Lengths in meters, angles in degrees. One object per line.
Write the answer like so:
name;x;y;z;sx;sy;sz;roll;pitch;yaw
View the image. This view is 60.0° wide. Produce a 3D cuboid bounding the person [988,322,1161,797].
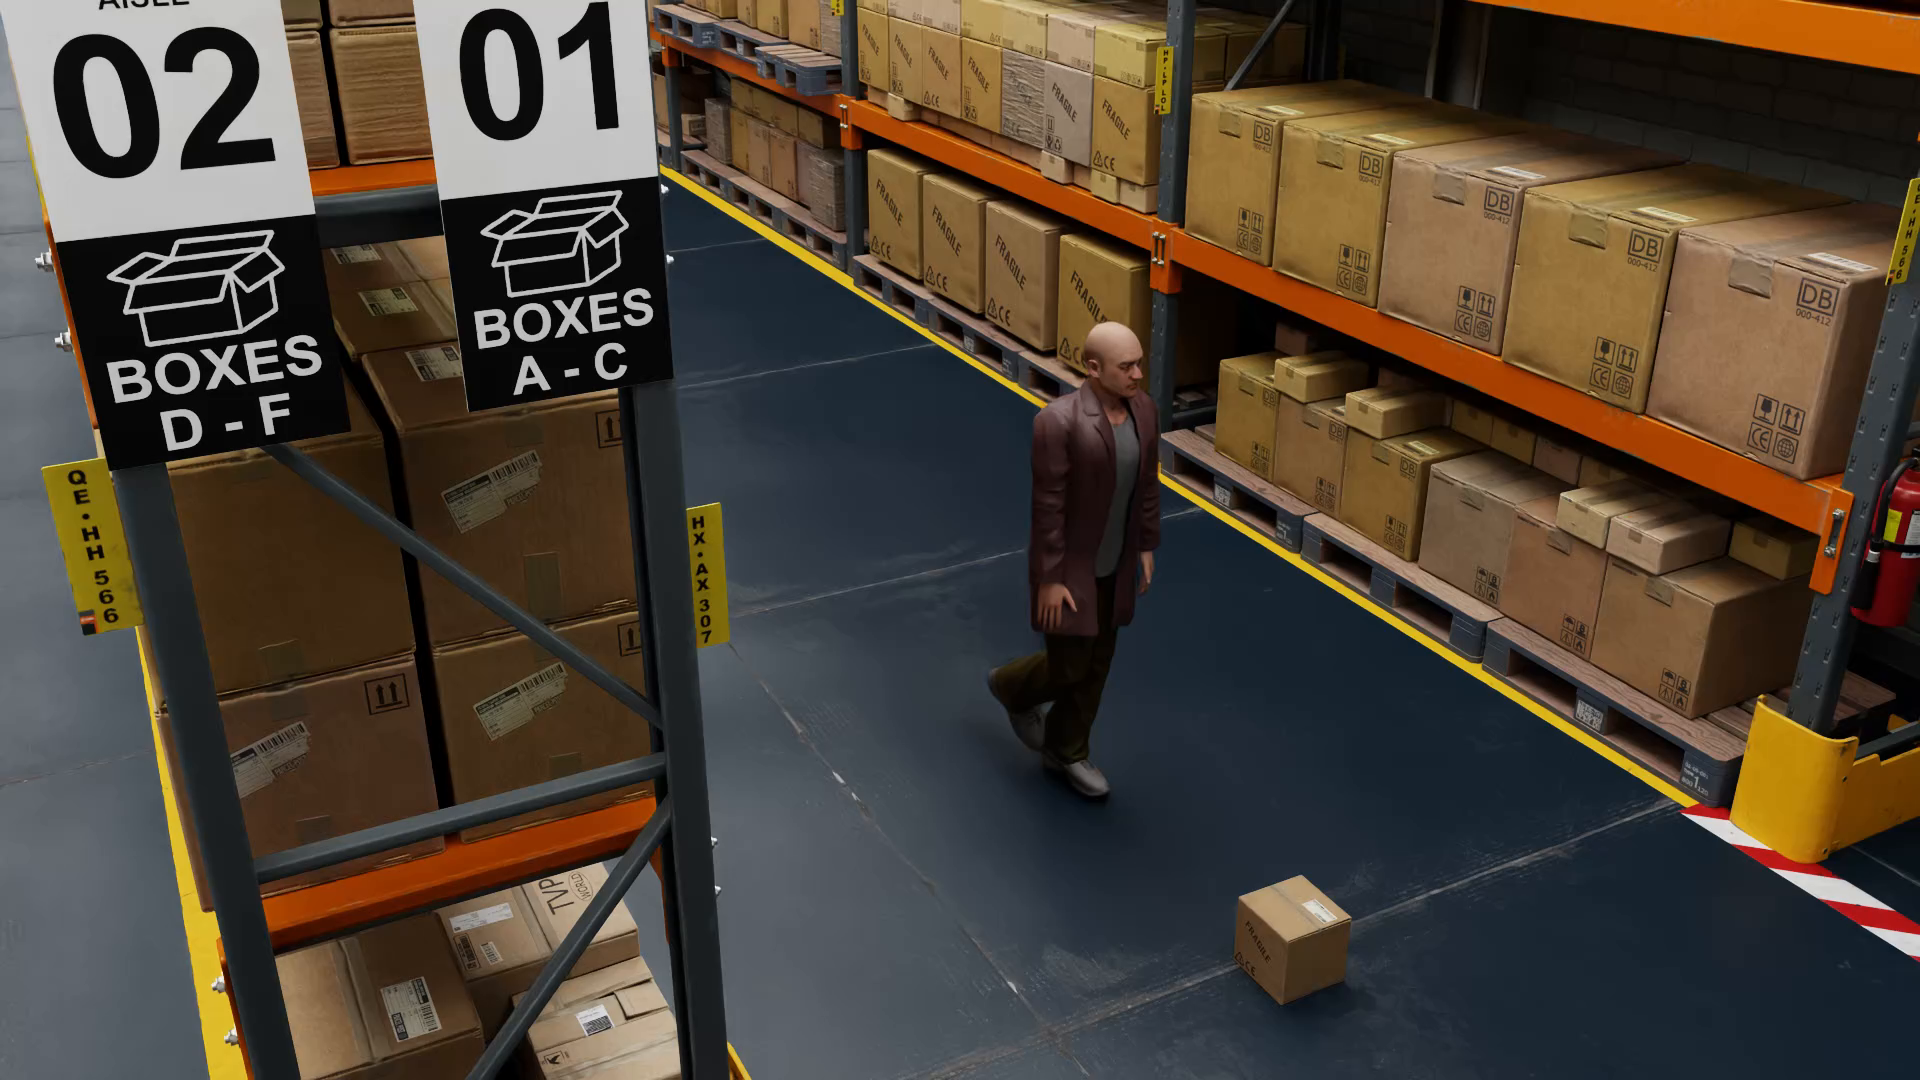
person;0.416;0.045;5.987;0.624;1.772;0.610;-16;30;-31
